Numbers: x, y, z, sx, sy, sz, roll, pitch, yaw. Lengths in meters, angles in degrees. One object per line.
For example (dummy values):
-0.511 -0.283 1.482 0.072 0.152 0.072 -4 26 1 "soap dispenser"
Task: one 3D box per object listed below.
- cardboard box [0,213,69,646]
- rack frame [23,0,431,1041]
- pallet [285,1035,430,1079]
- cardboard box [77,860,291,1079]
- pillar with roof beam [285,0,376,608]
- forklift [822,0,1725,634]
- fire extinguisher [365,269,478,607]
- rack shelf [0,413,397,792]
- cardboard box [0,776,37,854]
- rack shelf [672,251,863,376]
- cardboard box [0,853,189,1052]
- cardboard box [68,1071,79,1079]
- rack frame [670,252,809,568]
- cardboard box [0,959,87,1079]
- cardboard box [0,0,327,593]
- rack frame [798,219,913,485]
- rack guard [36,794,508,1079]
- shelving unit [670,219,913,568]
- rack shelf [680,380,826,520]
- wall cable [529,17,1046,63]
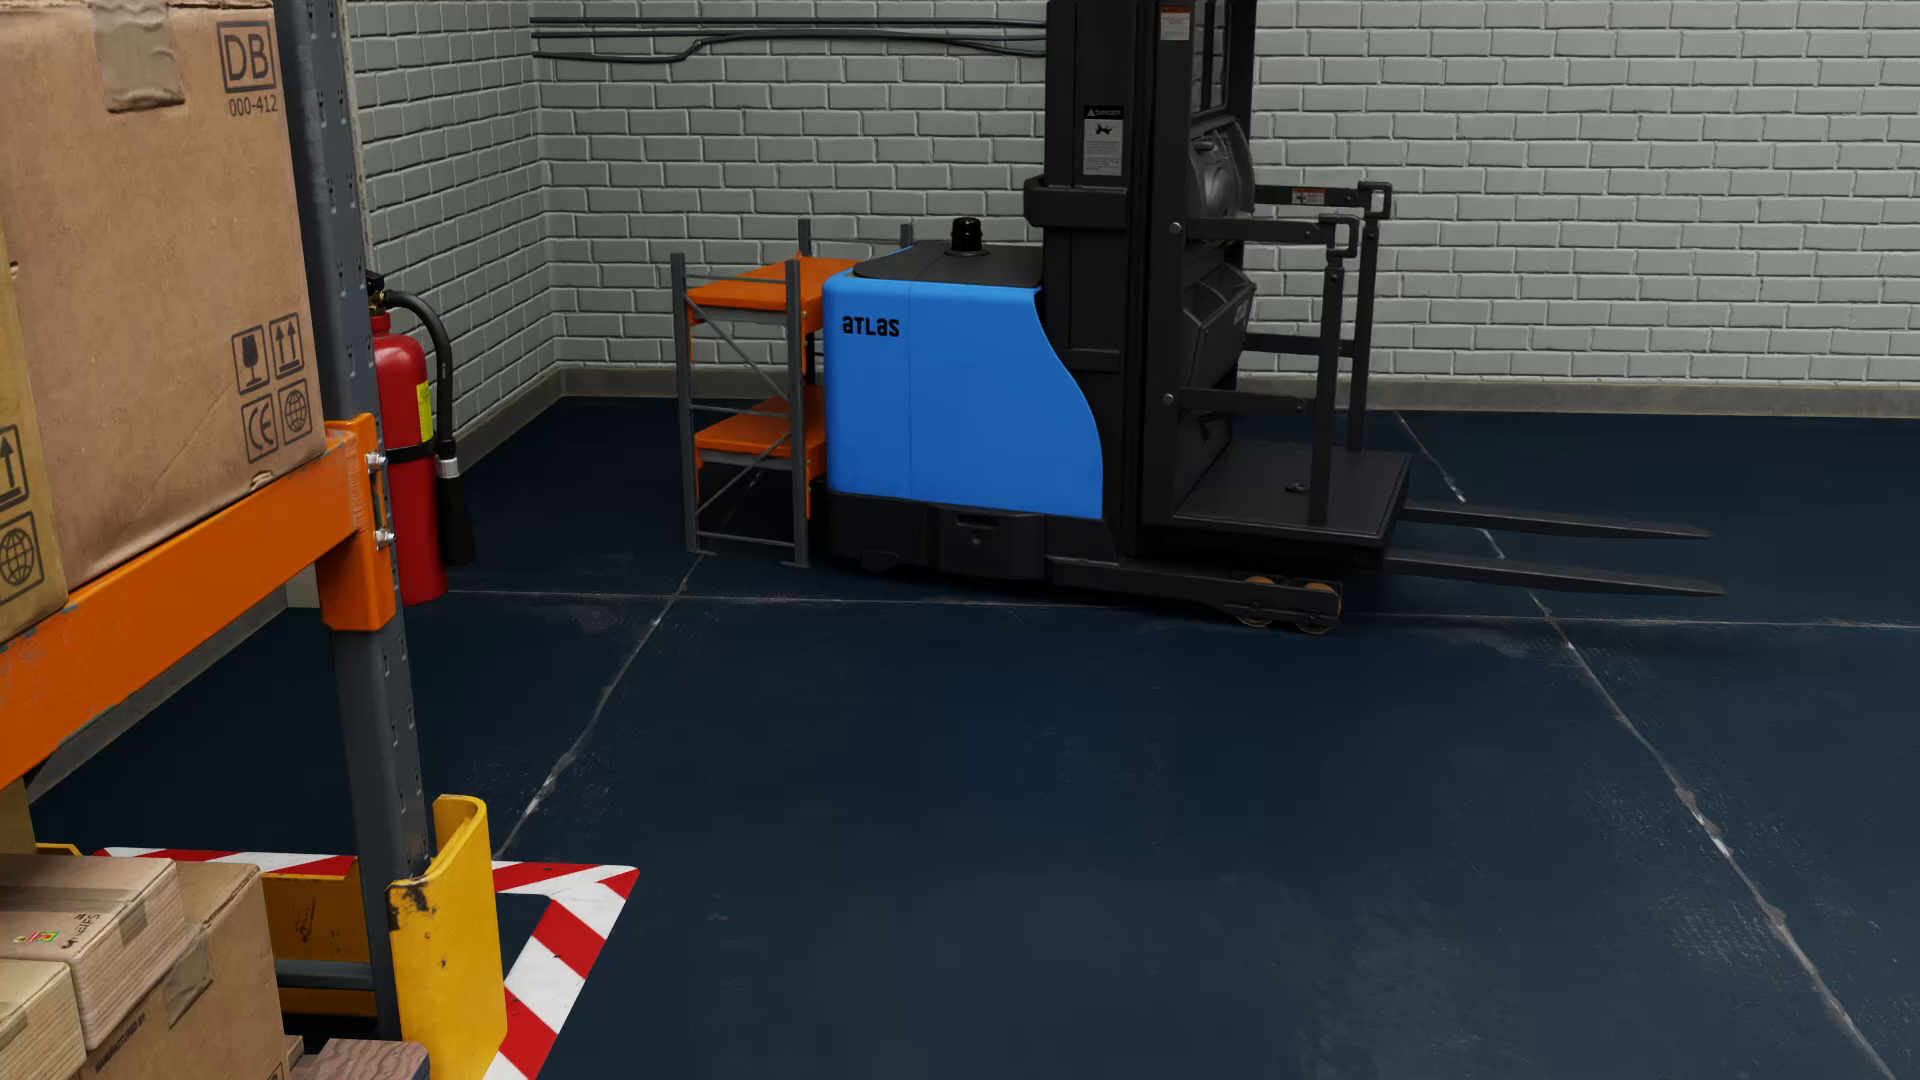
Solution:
-1.579 -0.155 1.596 0.980 0.700 0.700 1 18 3 "cardboard box"
-1.512 -0.397 2.817 1.000 3.000 0.127 1 18 4 "rack frame"
-1.491 1.178 2.488 1.003 0.211 1.213 1 18 4 "pallet"
-1.462 0.811 2.471 0.700 0.500 0.500 1 18 4 "cardboard box"
2.113 -4.010 4.208 9.100 9.000 0.400 1 18 4 "pillar with roof beam"
1.076 -1.269 5.589 3.031 2.935 1.130 6 19 19 "forklift"
-1.040 -0.220 2.999 0.296 0.674 0.183 1 18 4 "fire extinguisher"
-1.655 0.566 1.033 1.077 0.370 4.000 1 18 4 "rack shelf"
-1.653 0.459 2.502 0.380 0.149 0.250 1 18 4 "cardboard box"
-0.611 -0.889 6.390 0.538 0.278 1.000 7 19 20 "rack shelf"
-1.289 0.547 2.236 0.380 0.149 0.250 1 18 3 "cardboard box"
-1.498 0.966 1.996 0.700 0.500 0.500 1 18 4 "cardboard box"
-0.795 -0.463 6.031 0.500 1.125 0.032 7 19 20 "rack frame"
-1.307 0.626 1.993 0.380 0.149 0.250 2 18 5 "cardboard box"
-1.538 -0.381 2.286 0.980 0.700 0.700 2 18 6 "cardboard box"
-0.426 -0.758 6.931 0.500 1.125 0.032 7 19 20 "rack frame"
-1.510 0.783 3.229 1.175 0.500 0.348 1 18 4 "rack guard"
-0.611 -0.611 6.481 0.538 1.125 1.048 7 19 20 "shelving unit"
-0.611 -0.378 6.557 0.538 0.278 1.000 7 19 20 "rack shelf"
-0.750 -3.521 7.703 3.097 2.526 0.112 1 18 4 "wall cable"
